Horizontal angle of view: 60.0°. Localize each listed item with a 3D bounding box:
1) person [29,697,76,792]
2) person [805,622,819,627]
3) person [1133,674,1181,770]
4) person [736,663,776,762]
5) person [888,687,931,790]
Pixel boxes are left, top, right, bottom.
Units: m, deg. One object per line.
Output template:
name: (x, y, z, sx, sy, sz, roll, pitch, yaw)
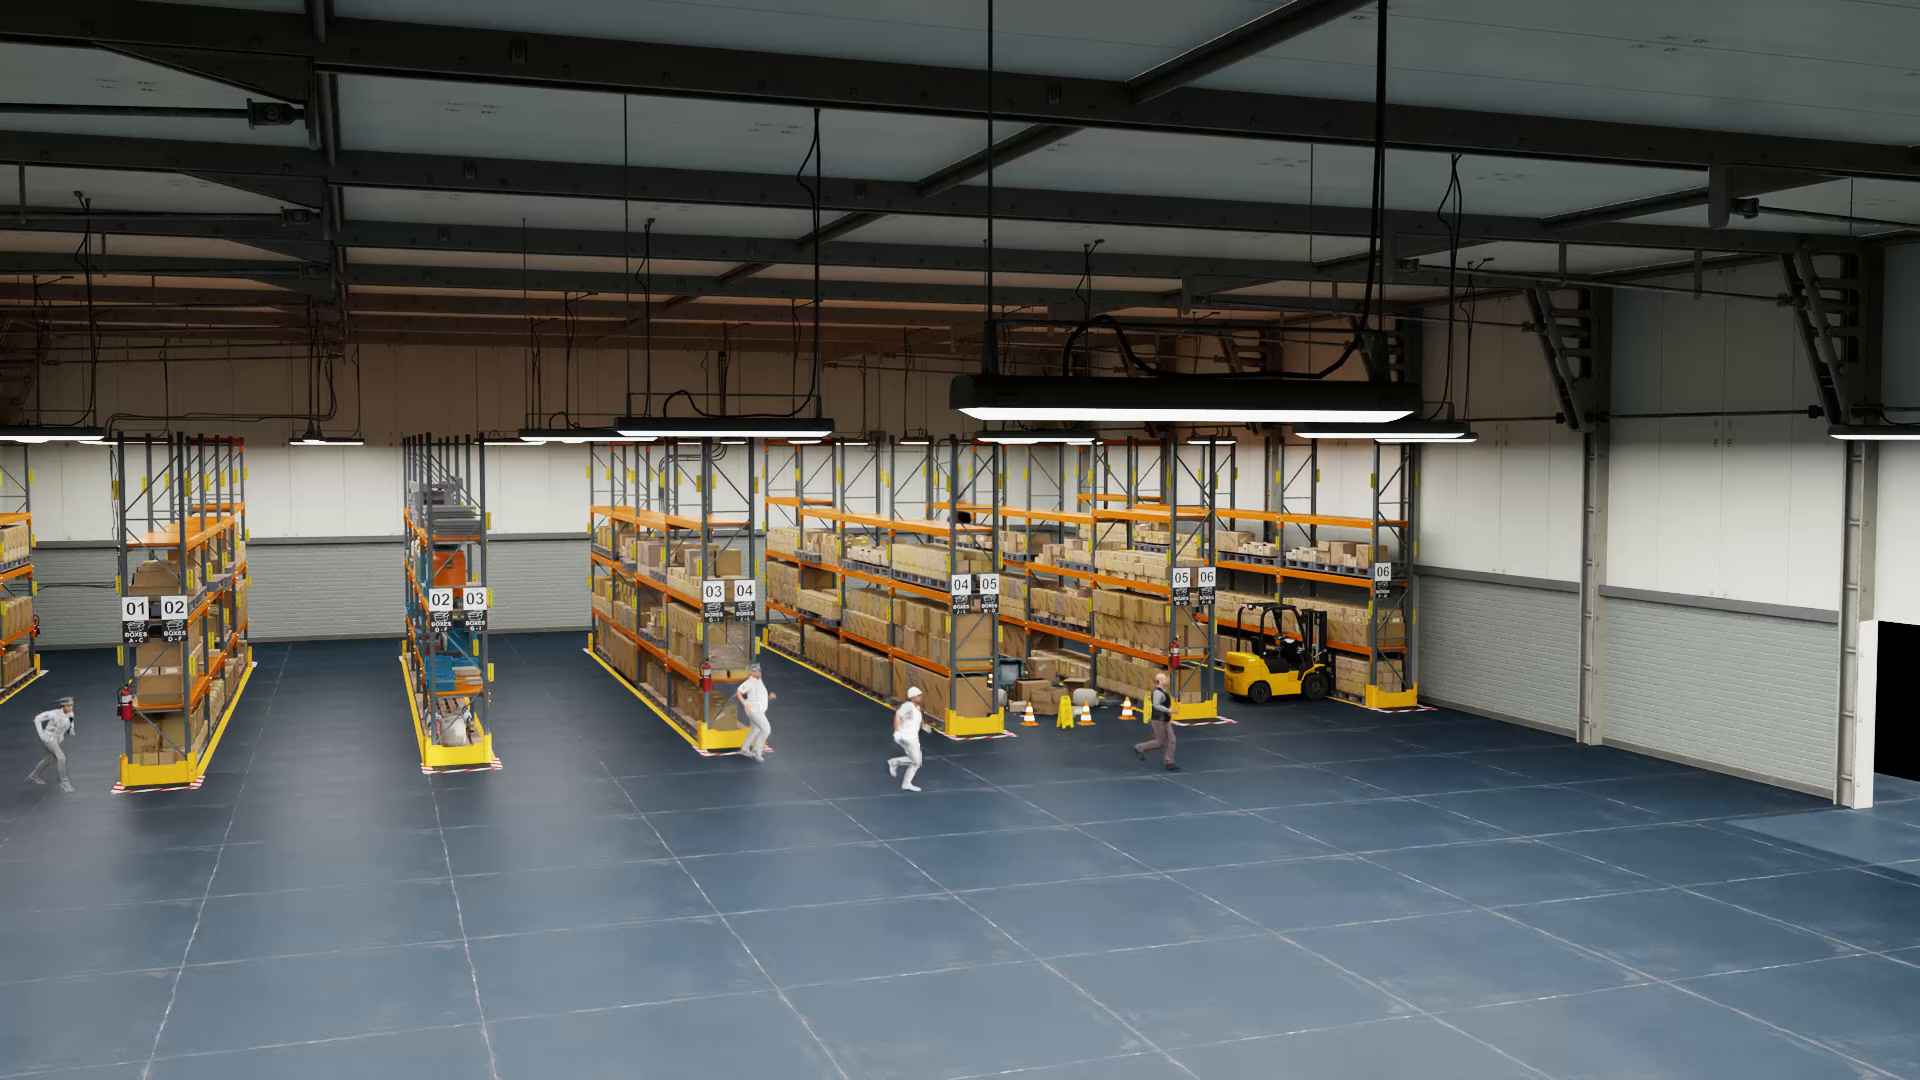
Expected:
person: (-15.188, 3.418, 27.750, 0.969, 1.626, 0.647, 1, 3, 19)
person: (-4.363, 2.176, 49.609, 0.857, 1.591, 0.657, 1, 3, 25)
person: (3.529, 3.246, 29.678, 0.853, 1.736, 0.668, 1, 3, 16)
person: (-3.717, 3.158, 30.472, 0.739, 1.828, 0.639, 1, 3, 10)
person: (-0.854, 3.328, 27.862, 0.701, 1.730, 0.728, 1, 3, 18)
